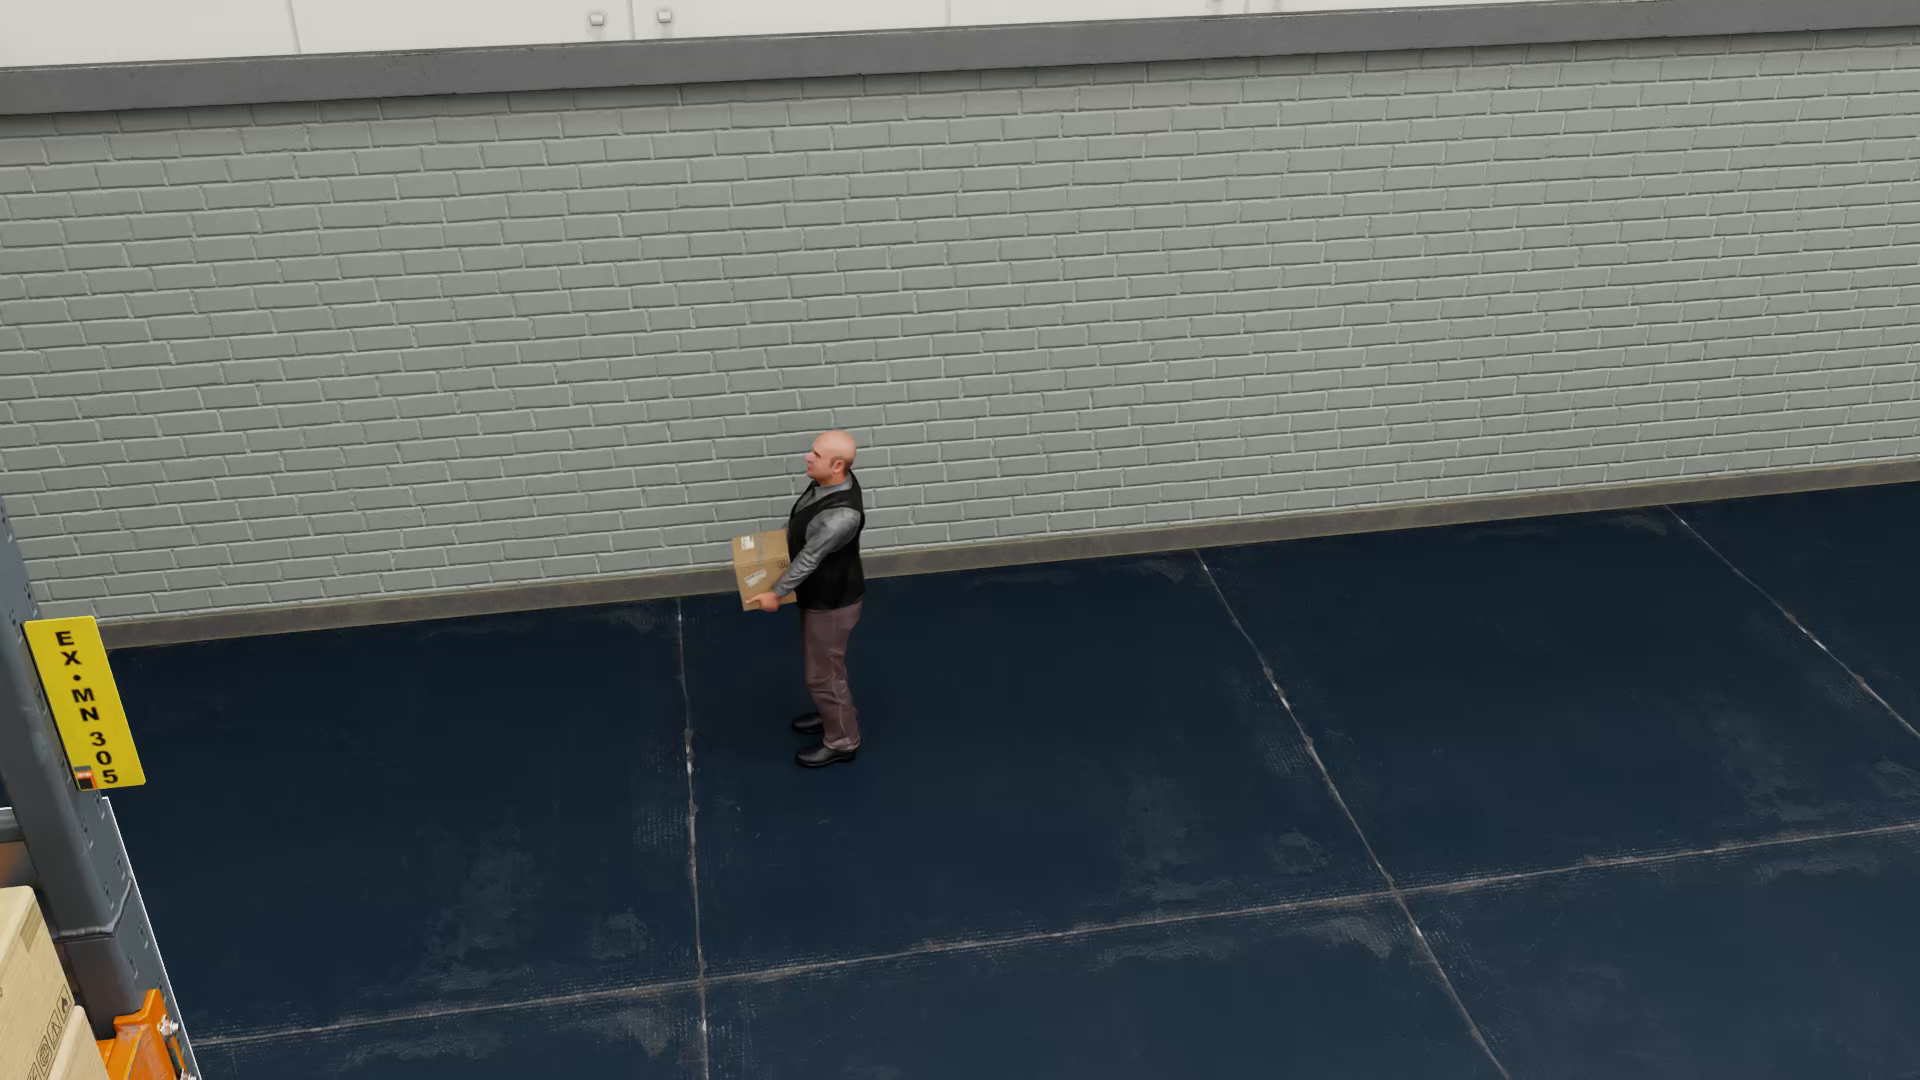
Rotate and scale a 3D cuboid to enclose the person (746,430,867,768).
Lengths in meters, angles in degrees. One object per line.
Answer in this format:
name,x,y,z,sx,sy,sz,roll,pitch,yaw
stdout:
person,-0.710,0.273,7.708,0.560,1.711,0.494,-5,31,-8
